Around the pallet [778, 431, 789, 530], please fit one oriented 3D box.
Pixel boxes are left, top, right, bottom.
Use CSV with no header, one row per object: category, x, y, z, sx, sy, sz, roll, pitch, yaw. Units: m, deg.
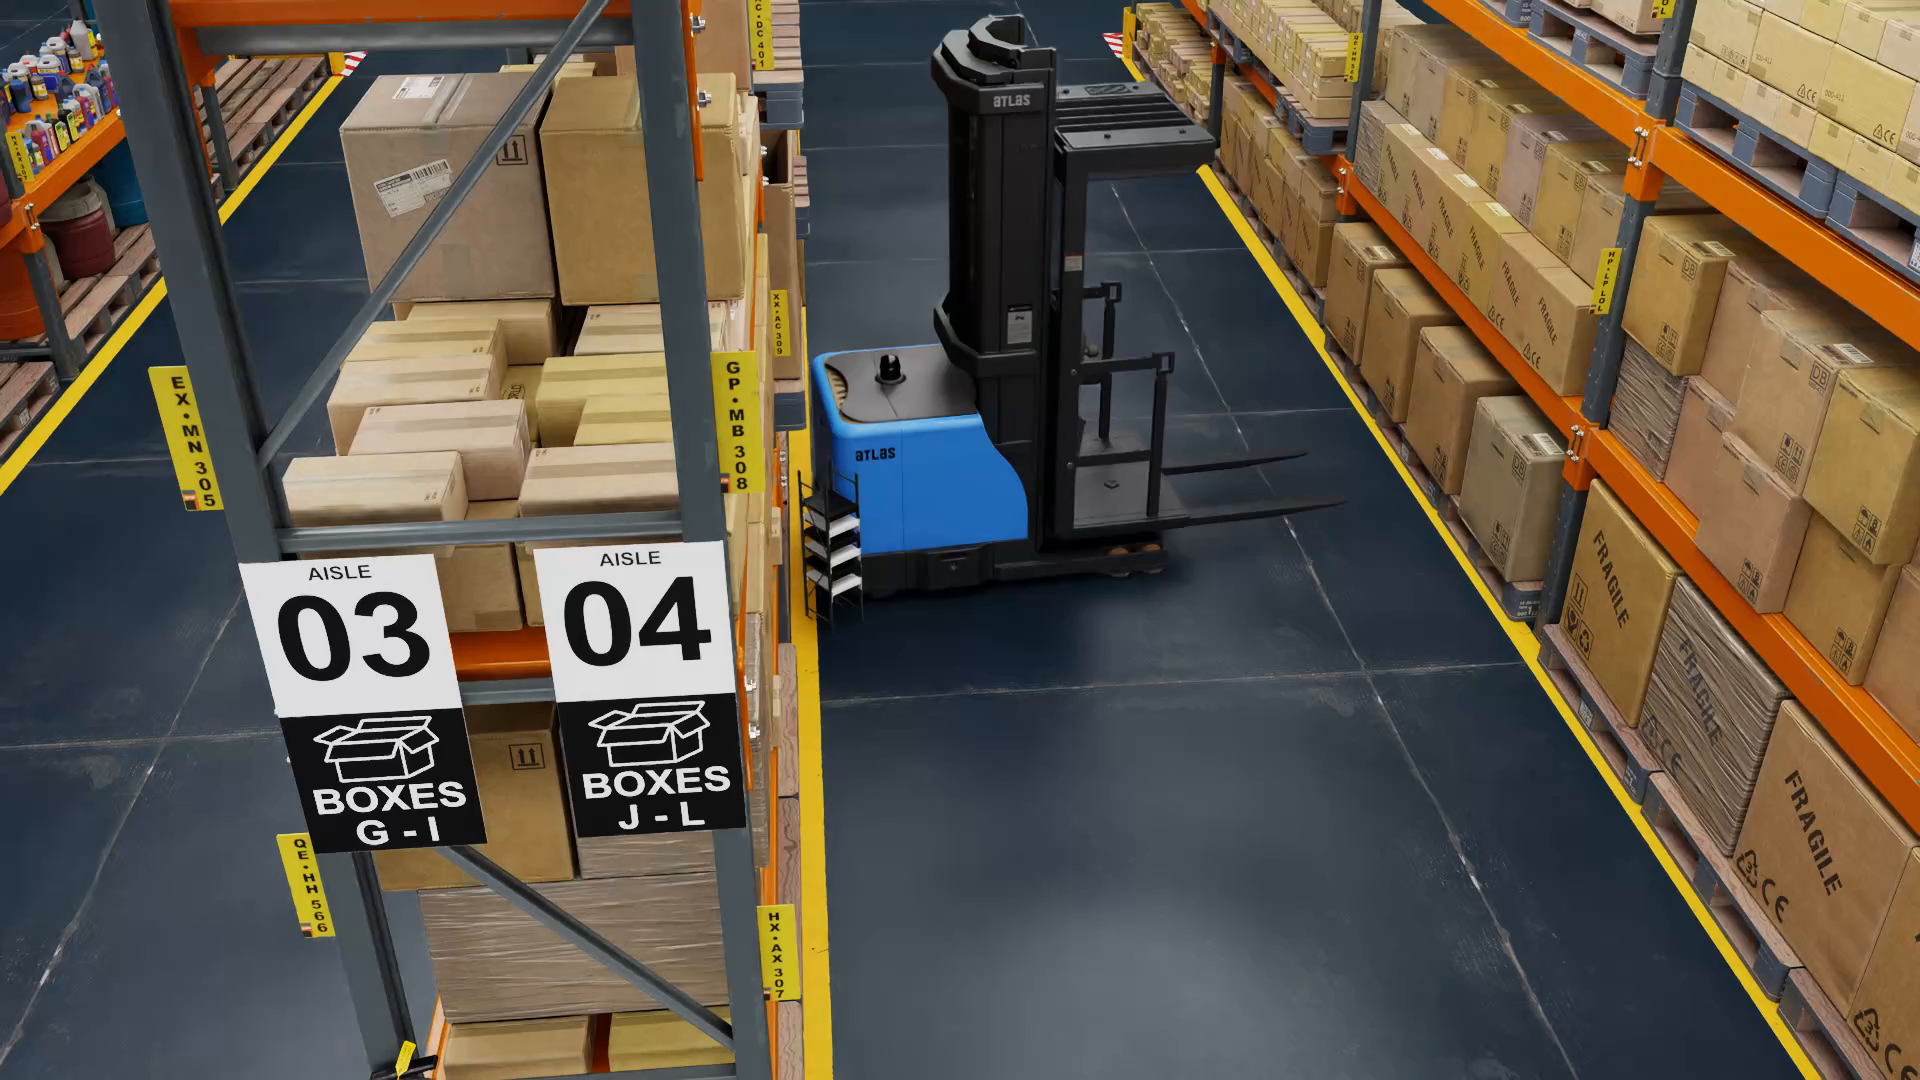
pallet,-1.568,-0.419,10.246,1.003,0.211,1.213,-3,31,-5

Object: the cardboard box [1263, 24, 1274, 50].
cardboard box,2.575,-3.911,12.919,0.380,0.149,0.250,-2,31,-3

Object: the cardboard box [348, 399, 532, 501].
cardboard box,-1.247,-0.212,4.012,0.380,0.149,0.250,-4,31,-6

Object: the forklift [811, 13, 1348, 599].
forklift,0.713,-1.306,9.080,3.031,2.935,1.130,-6,31,-10

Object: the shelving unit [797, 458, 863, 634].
shelving unit,-0.683,0.037,8.811,0.210,0.900,0.258,-25,39,-35

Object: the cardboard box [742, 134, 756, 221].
cardboard box,-1.036,-1.330,6.273,0.500,0.250,0.500,-2,31,-3

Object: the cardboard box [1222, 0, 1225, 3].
cardboard box,2.429,-4.709,14.255,0.380,0.149,0.250,-3,31,-6

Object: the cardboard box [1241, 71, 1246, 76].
cardboard box,2.958,-4.532,16.204,0.380,0.149,0.250,-3,31,-5

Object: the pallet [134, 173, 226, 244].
pallet,-7.025,-2.848,14.313,1.003,0.211,1.213,-3,31,-5

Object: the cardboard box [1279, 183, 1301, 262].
cardboard box,2.831,-2.518,13.070,0.500,0.500,0.500,-2,31,-3

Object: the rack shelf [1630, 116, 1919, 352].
rack shelf,3.758,-0.738,5.837,1.077,0.370,4.000,-3,31,-5

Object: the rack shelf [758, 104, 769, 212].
rack shelf,-1.564,-2.594,8.945,1.077,0.370,4.000,-3,31,-5

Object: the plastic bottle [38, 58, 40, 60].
plastic bottle,-7.356,-3.755,13.305,0.097,0.201,0.097,0,31,0

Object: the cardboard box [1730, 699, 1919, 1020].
cardboard box,3.731,1.202,6.476,0.875,0.875,0.875,-3,31,-5

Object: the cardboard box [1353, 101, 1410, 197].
cardboard box,2.970,-2.623,11.120,0.500,0.500,0.500,-2,31,-4

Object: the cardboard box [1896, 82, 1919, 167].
cardboard box,3.482,-1.318,5.456,0.500,0.250,0.500,-2,31,-4

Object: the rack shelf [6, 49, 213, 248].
rack shelf,-6.869,-3.111,12.736,1.077,0.370,4.000,-3,31,-5

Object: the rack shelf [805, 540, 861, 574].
rack shelf,-0.683,0.065,8.828,0.200,0.077,0.258,-25,39,-35

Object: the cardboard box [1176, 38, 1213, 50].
cardboard box,2.422,-5.040,17.054,0.380,0.149,0.250,-3,31,-4

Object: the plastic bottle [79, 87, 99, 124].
plastic bottle,-6.492,-3.230,12.359,0.097,0.271,0.097,0,31,0

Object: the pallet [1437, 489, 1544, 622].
pallet,3.424,0.027,9.500,1.003,0.211,1.213,-3,31,-5

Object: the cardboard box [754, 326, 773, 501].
cardboard box,-0.967,-0.467,6.245,0.500,0.500,0.500,-3,31,-5

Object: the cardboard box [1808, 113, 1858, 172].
cardboard box,3.364,-1.462,6.085,0.380,0.149,0.250,-3,31,-5

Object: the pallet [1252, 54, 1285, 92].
pallet,2.972,-3.749,13.289,1.003,0.211,1.213,-3,31,-5

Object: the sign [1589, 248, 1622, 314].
sign,3.032,-1.212,7.803,0.100,0.325,0.005,-3,31,-5

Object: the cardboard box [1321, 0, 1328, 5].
cardboard box,3.148,-4.468,13.561,0.380,0.149,0.250,-4,31,-6

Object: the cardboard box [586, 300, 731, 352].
cardboard box,-0.846,-0.625,4.704,0.380,0.149,0.250,-3,31,-5

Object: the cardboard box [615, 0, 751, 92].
cardboard box,-1.081,-2.050,6.457,0.500,0.500,0.500,-4,31,-6

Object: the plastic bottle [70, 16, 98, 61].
plastic bottle,-7.342,-4.204,13.912,0.144,0.351,0.185,-3,31,-5

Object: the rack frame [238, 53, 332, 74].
rack frame,-7.429,-6.484,17.680,1.000,3.000,0.127,-3,31,-5

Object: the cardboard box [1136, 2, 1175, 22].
cardboard box,2.160,-5.835,18.384,0.380,0.149,0.250,-4,31,-7

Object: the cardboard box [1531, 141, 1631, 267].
cardboard box,3.469,-1.768,8.713,0.700,0.500,0.500,-3,31,-5

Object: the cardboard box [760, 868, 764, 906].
cardboard box,-0.805,1.142,5.158,0.380,0.149,0.250,-3,31,-5

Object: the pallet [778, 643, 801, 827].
pallet,-1.279,0.944,7.964,1.003,0.211,1.213,-3,31,-5

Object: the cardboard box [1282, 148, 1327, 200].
cardboard box,2.814,-2.845,12.886,0.500,0.250,0.500,-2,31,-4

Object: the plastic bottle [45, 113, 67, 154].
plastic bottle,-6.411,-2.892,11.781,0.061,0.283,0.133,-3,31,-5

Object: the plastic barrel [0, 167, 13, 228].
plastic barrel,-6.337,-2.235,10.435,0.600,0.536,0.708,-3,31,-5

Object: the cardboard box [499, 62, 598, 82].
cardboard box,-1.653,-1.808,6.685,0.380,0.149,0.250,-4,31,-6

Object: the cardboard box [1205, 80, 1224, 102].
cardboard box,2.531,-4.246,15.724,0.380,0.149,0.250,-2,31,-3

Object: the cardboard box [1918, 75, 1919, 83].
cardboard box,3.409,-1.547,5.450,0.380,0.149,0.250,-3,31,-5

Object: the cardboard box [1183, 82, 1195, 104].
cardboard box,2.397,-4.368,16.218,0.380,0.149,0.250,-4,31,-6

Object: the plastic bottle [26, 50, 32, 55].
plastic bottle,-7.363,-3.730,13.184,0.061,0.283,0.133,-3,31,-5

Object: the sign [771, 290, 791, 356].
sign,-0.837,-0.996,7.648,0.100,0.325,0.005,-3,31,-5

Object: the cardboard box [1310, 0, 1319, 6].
cardboard box,3.133,-4.470,13.855,0.380,0.149,0.250,-4,31,-6

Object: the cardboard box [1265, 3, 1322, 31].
cardboard box,2.576,-4.039,12.842,0.380,0.149,0.250,-1,31,-2

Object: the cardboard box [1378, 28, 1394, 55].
cardboard box,3.301,-3.658,12.205,0.380,0.149,0.250,-3,31,-5

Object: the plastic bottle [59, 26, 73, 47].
plastic bottle,-7.434,-4.115,13.829,0.061,0.283,0.133,-3,31,-5

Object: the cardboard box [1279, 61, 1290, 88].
cardboard box,2.628,-3.510,12.538,0.380,0.149,0.250,-3,31,-5

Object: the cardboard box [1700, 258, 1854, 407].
cardboard box,3.738,-0.843,7.037,0.875,0.550,0.550,-3,31,-5

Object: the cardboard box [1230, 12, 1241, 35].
cardboard box,2.476,-4.317,13.888,0.380,0.149,0.250,-2,31,-4

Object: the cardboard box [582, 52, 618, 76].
cardboard box,-1.322,-2.351,7.326,0.797,0.503,0.637,-4,31,-7

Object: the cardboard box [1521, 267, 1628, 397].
cardboard box,3.256,-1.077,8.531,0.500,0.500,0.500,-3,31,-5

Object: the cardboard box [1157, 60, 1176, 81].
cardboard box,2.286,-4.931,17.452,0.380,0.149,0.250,-4,31,-7

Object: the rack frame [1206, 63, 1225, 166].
rack frame,2.824,-4.865,14.970,1.000,3.000,0.127,-3,31,-5

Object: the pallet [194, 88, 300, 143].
pallet,-7.280,-4.242,16.647,1.003,0.211,1.213,-3,31,-5

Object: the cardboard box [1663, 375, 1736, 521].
cardboard box,3.691,-0.377,7.310,0.875,0.550,0.550,-3,31,-5

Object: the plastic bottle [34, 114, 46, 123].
plastic bottle,-6.488,-2.874,11.763,0.097,0.271,0.097,0,31,0
